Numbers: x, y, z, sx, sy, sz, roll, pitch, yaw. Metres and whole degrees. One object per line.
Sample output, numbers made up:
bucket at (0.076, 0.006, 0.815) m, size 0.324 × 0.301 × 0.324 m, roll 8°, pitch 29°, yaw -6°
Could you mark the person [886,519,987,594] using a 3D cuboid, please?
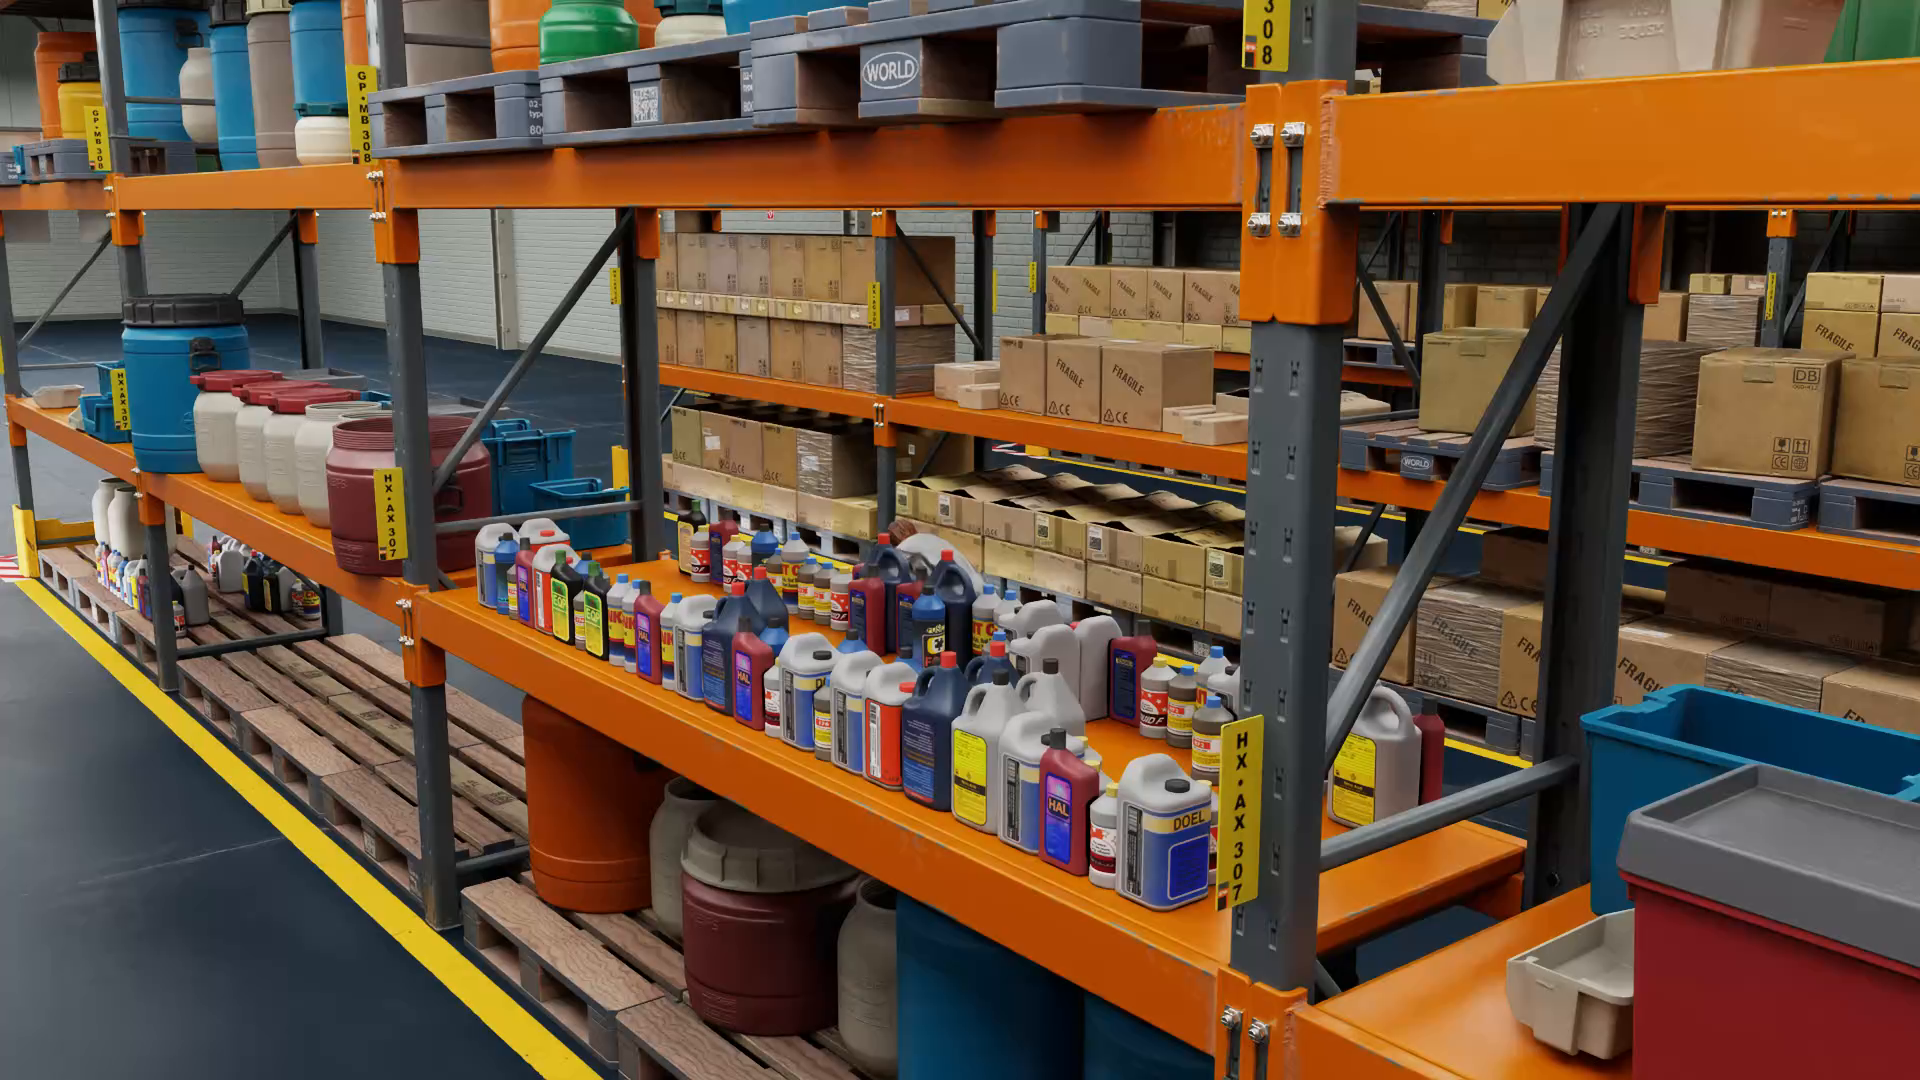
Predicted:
person at (-0.158, 0.308, 10.018) m, size 0.439 × 0.784 × 0.803 m, roll -9°, pitch 14°, yaw -37°
